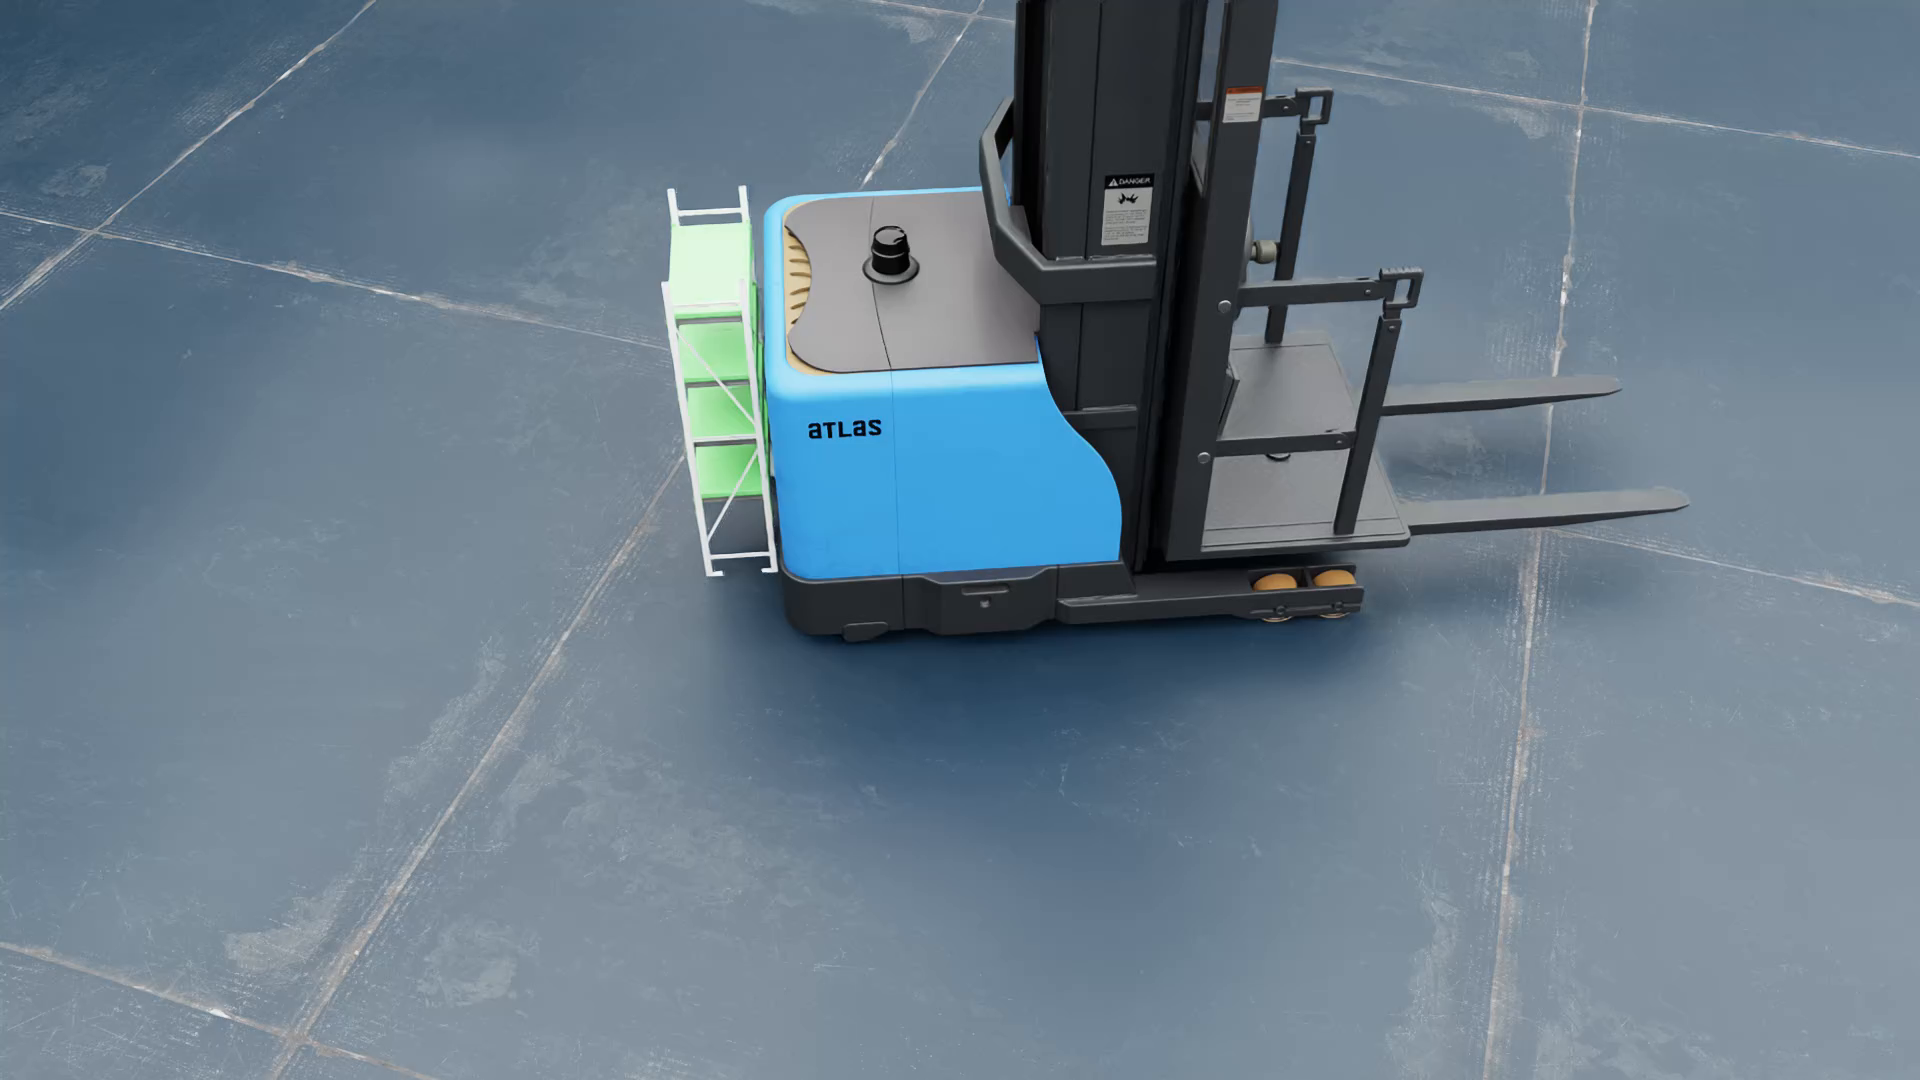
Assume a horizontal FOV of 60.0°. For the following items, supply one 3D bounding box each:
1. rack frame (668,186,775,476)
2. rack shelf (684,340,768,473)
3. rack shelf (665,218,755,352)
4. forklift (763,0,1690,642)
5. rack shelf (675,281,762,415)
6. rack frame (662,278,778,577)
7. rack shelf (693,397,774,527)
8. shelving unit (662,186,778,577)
[{"bbox_3d":[-0.783,-0.657,5.563,0.240,1.200,0.015,-4,44,-4],"label":"rack frame"},{"bbox_3d":[-0.760,-0.441,5.434,0.258,0.148,0.480,-4,44,-4],"label":"rack shelf"},{"bbox_3d":[-0.761,-0.784,5.099,0.258,0.148,0.480,-4,44,-4],"label":"rack shelf"},{"bbox_3d":[0.904,-1.145,4.824,3.031,2.935,1.130,-4,44,-4],"label":"forklift"},{"bbox_3d":[-0.761,-0.613,5.266,0.258,0.148,0.480,-4,44,-4],"label":"rack shelf"},{"bbox_3d":[-0.738,-0.317,5.216,0.240,1.200,0.015,-4,44,-4],"label":"rack frame"},{"bbox_3d":[-0.760,-0.270,5.602,0.258,0.148,0.480,-4,44,-4],"label":"rack shelf"},{"bbox_3d":[-0.760,-0.487,5.390,0.258,1.200,0.503,-4,44,-4],"label":"shelving unit"}]
